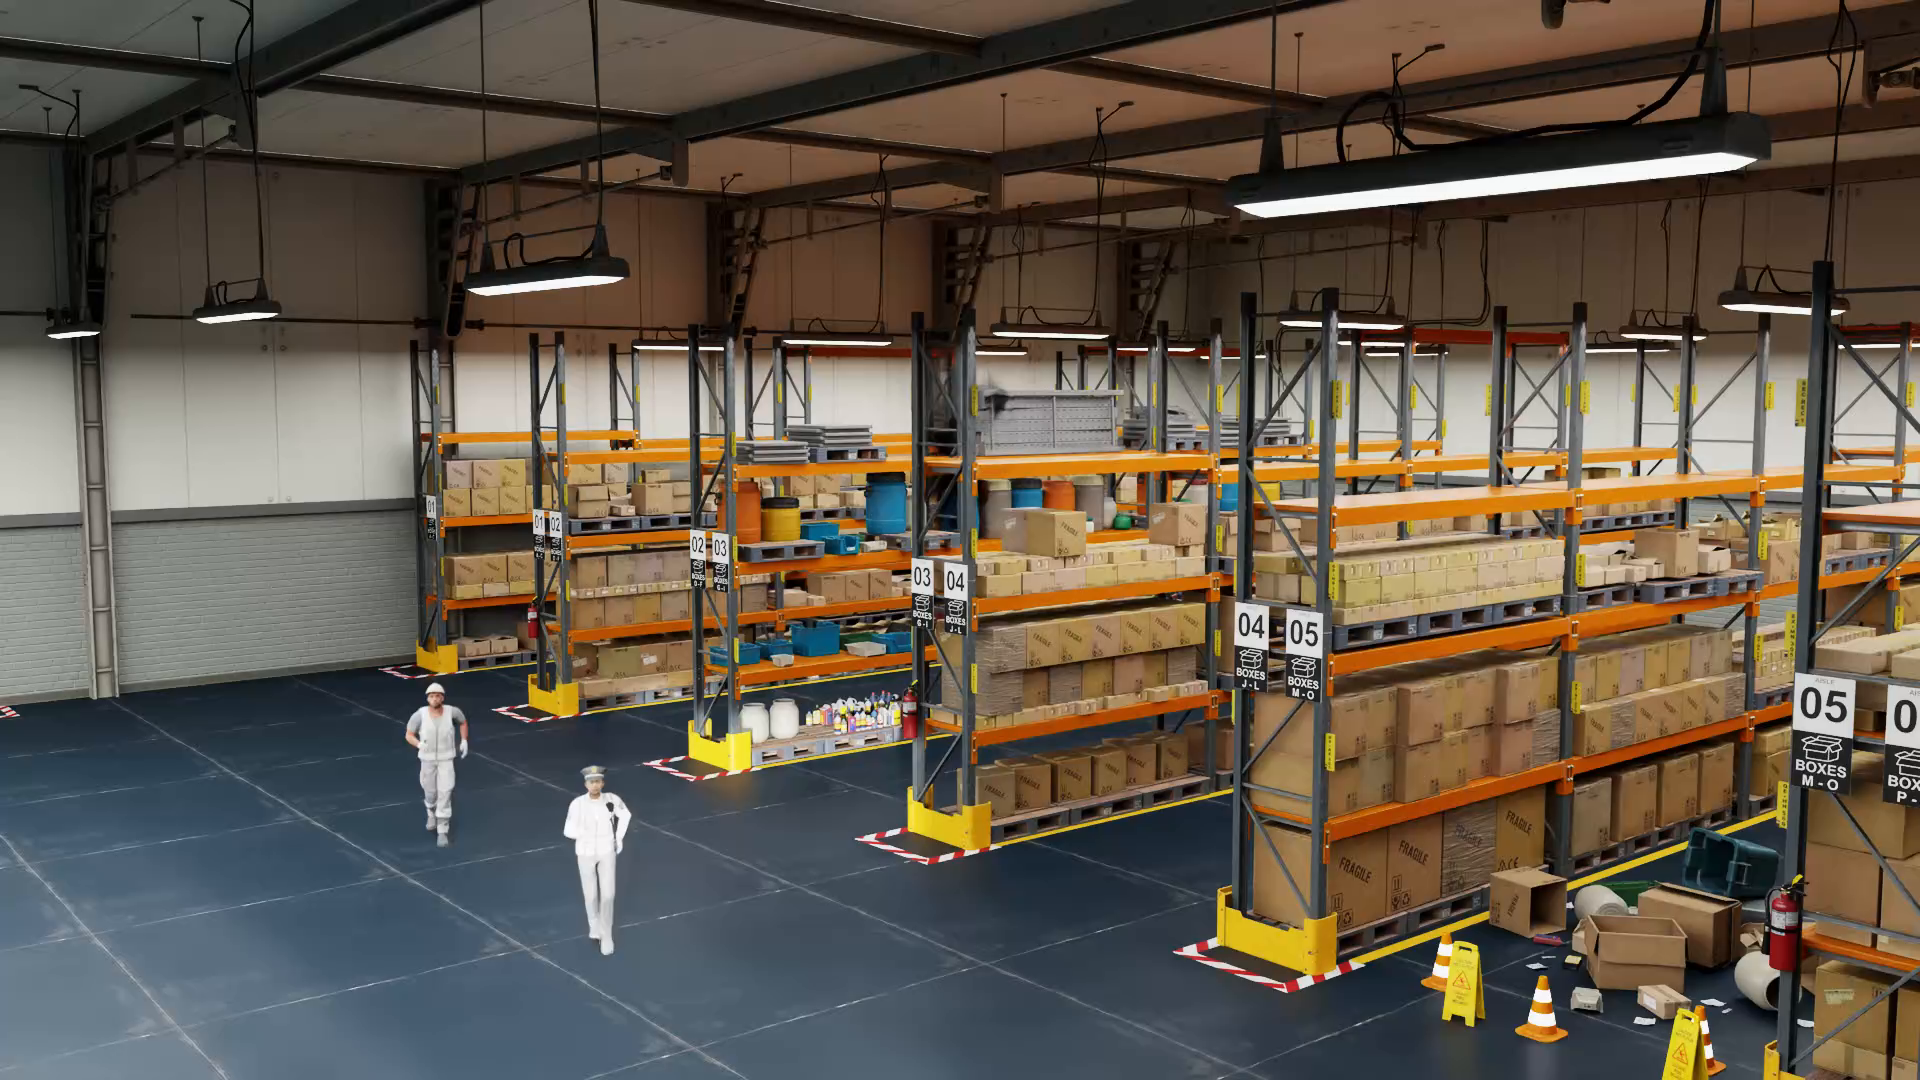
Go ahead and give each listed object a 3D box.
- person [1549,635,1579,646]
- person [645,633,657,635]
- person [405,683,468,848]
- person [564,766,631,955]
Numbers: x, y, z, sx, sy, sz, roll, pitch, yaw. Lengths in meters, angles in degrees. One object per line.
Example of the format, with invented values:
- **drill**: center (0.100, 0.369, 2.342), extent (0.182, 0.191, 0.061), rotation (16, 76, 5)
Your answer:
- **person**: center (8.808, 2.056, 24.221), extent (1.204, 1.790, 0.674), rotation (-4, 7, -38)
- **person**: center (-5.404, 1.561, 29.696), extent (0.625, 1.719, 0.700), rotation (-5, 7, -44)
- **person**: center (-5.947, 2.514, 18.939), extent (0.682, 1.807, 0.883), rotation (-2, 6, -16)
- **person**: center (-3.320, 2.920, 15.245), extent (0.592, 1.731, 0.684), rotation (-1, 5, -10)
